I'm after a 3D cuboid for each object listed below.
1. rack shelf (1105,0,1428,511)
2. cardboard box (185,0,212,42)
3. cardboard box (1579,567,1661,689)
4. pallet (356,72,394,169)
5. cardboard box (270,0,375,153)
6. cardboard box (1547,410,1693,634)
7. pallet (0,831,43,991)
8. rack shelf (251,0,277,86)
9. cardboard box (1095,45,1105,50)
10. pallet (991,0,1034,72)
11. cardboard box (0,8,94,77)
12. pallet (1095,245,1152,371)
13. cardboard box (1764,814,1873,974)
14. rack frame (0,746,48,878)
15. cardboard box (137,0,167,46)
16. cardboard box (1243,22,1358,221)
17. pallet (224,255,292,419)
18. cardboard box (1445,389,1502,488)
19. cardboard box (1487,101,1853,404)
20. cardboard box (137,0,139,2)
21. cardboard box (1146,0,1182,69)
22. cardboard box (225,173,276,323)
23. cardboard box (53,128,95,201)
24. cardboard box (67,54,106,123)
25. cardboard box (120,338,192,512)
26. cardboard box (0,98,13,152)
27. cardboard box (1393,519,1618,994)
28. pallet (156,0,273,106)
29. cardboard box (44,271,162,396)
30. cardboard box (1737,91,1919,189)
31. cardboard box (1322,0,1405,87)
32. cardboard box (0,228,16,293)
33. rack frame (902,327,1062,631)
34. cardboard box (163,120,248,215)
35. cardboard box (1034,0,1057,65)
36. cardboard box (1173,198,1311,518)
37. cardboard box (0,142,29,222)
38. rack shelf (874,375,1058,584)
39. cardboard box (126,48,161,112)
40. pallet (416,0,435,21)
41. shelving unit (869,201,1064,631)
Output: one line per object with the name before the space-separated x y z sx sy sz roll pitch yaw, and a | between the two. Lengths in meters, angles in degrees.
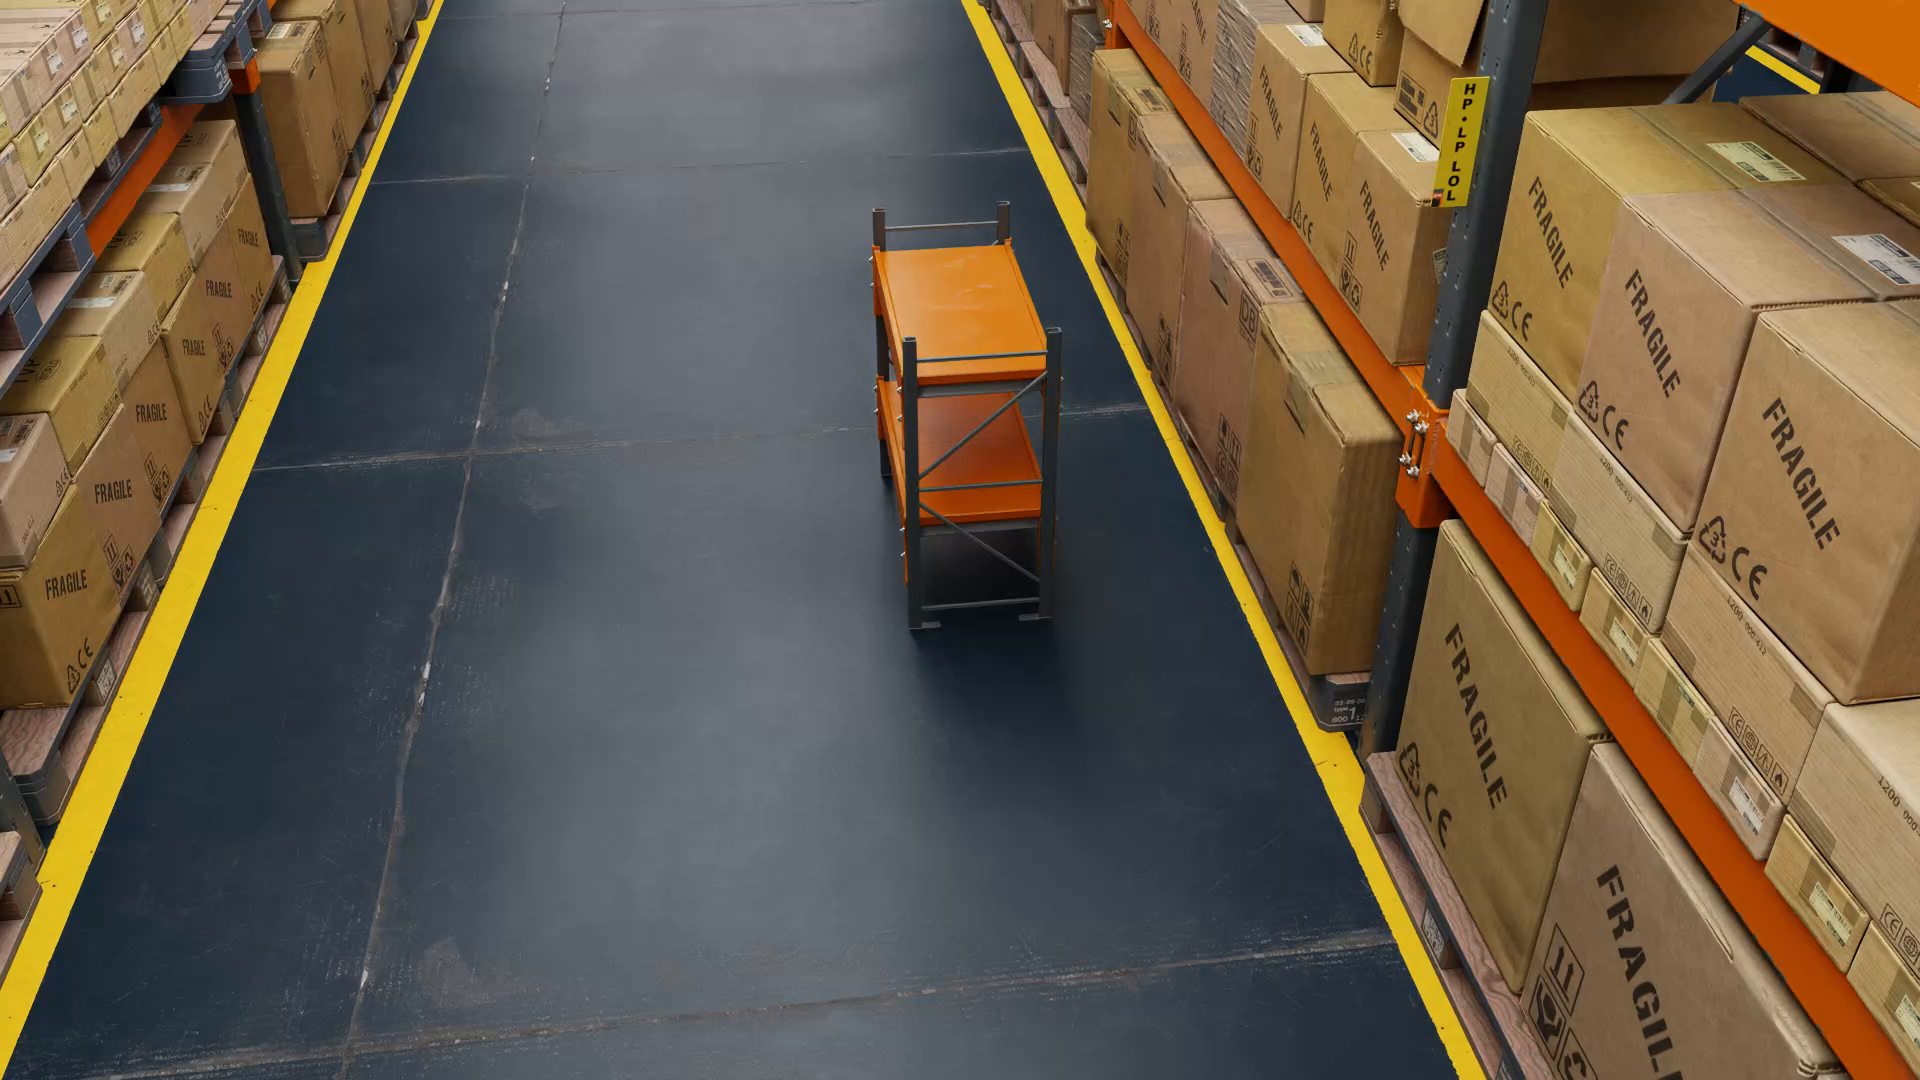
rack shelf | 1.485 -1.384 6.255 1.077 0.370 4.000 -4 35 -6
cardboard box | -3.124 -2.025 6.408 0.380 0.149 0.250 -4 34 -6
cardboard box | 1.572 0.169 3.561 0.380 0.149 0.250 -5 35 -8
pallet | -3.905 -2.450 9.658 1.003 0.211 1.213 -4 35 -6
cardboard box | -3.826 -2.556 8.961 1.050 0.750 0.750 -4 34 -6
cardboard box | 1.619 -0.066 3.552 0.500 0.250 0.500 -5 35 -7
pallet | -3.049 1.279 4.186 1.003 0.211 1.213 -4 35 -6
rack shelf | -3.982 -3.296 9.062 1.077 0.370 4.000 -4 35 -6
cardboard box | 1.106 -2.318 8.817 0.700 0.500 0.500 -6 35 -9
pallet | 0.784 -3.442 11.114 1.003 0.211 1.213 -4 35 -6
cardboard box | -2.947 -1.537 5.164 0.380 0.149 0.250 -3 34 -5
pallet | 1.247 -1.199 7.822 1.003 0.211 1.213 -4 35 -6
cardboard box | 1.675 0.599 2.930 0.380 0.149 0.250 -5 35 -8
rack frame | -3.175 -0.246 3.947 1.000 3.000 0.127 -4 35 -6
cardboard box | -3.055 -1.855 5.894 0.380 0.149 0.250 -5 35 -7
cardboard box | 1.283 -1.414 5.573 0.500 0.500 0.500 -5 35 -7
pallet | -3.609 -0.889 7.367 1.003 0.211 1.213 -4 35 -6
cardboard box | 1.464 -0.271 4.207 0.380 0.149 0.250 -4 35 -6
cardboard box | 1.565 -0.649 3.742 0.500 0.500 0.500 -4 35 -6
cardboard box | -3.060 -1.984 5.820 0.380 0.149 0.250 -4 35 -6
cardboard box | 1.083 -2.259 6.812 0.500 0.500 0.500 -5 35 -8
cardboard box | -3.365 -1.271 7.298 0.500 0.500 0.500 -5 35 -7
cardboard box | -2.912 -1.146 5.118 0.380 0.149 0.250 -6 35 -8
cardboard box | -2.953 -1.425 5.263 0.380 0.149 0.250 -5 35 -7
cardboard box | -3.168 -0.405 6.027 0.500 0.500 0.500 -4 34 -6
cardboard box | -2.847 -1.114 4.543 0.380 0.149 0.250 -4 34 -6
cardboard box | 1.763 0.514 4.346 0.875 0.875 0.875 -4 35 -6
pallet | -3.511 -2.009 6.704 1.213 0.211 1.003 -4 35 -6
cardboard box | -3.151 -0.710 5.809 0.500 0.250 0.500 -3 34 -5
cardboard box | 2.081 -0.699 3.816 0.500 0.500 0.500 -3 34 -5
cardboard box | 1.579 -1.760 5.190 0.797 0.503 0.637 -4 34 -6
cardboard box | -2.815 -0.724 4.499 0.380 0.149 0.250 -4 34 -6
rack frame | 0.069 -0.177 5.511 0.500 1.125 0.032 -4 35 -6
cardboard box | -3.361 -1.566 7.066 0.500 0.250 0.500 -5 35 -8
cardboard box | 0.860 -3.254 10.190 0.700 0.500 0.500 -7 35 -10
cardboard box | 1.527 -0.715 6.149 1.225 0.875 0.875 -6 35 -8
cardboard box | -2.844 -0.981 4.612 0.380 0.149 0.250 -4 34 -5
rack shelf | 0.001 -0.259 6.065 0.538 0.278 1.000 -4 35 -6
cardboard box | -3.024 -1.591 5.771 0.380 0.149 0.250 -3 34 -5
pallet | -4.275 -3.988 11.914 1.003 0.211 1.213 -4 35 -6
shelving unit | 0.001 -0.461 5.928 0.538 1.125 1.048 -4 35 -6
